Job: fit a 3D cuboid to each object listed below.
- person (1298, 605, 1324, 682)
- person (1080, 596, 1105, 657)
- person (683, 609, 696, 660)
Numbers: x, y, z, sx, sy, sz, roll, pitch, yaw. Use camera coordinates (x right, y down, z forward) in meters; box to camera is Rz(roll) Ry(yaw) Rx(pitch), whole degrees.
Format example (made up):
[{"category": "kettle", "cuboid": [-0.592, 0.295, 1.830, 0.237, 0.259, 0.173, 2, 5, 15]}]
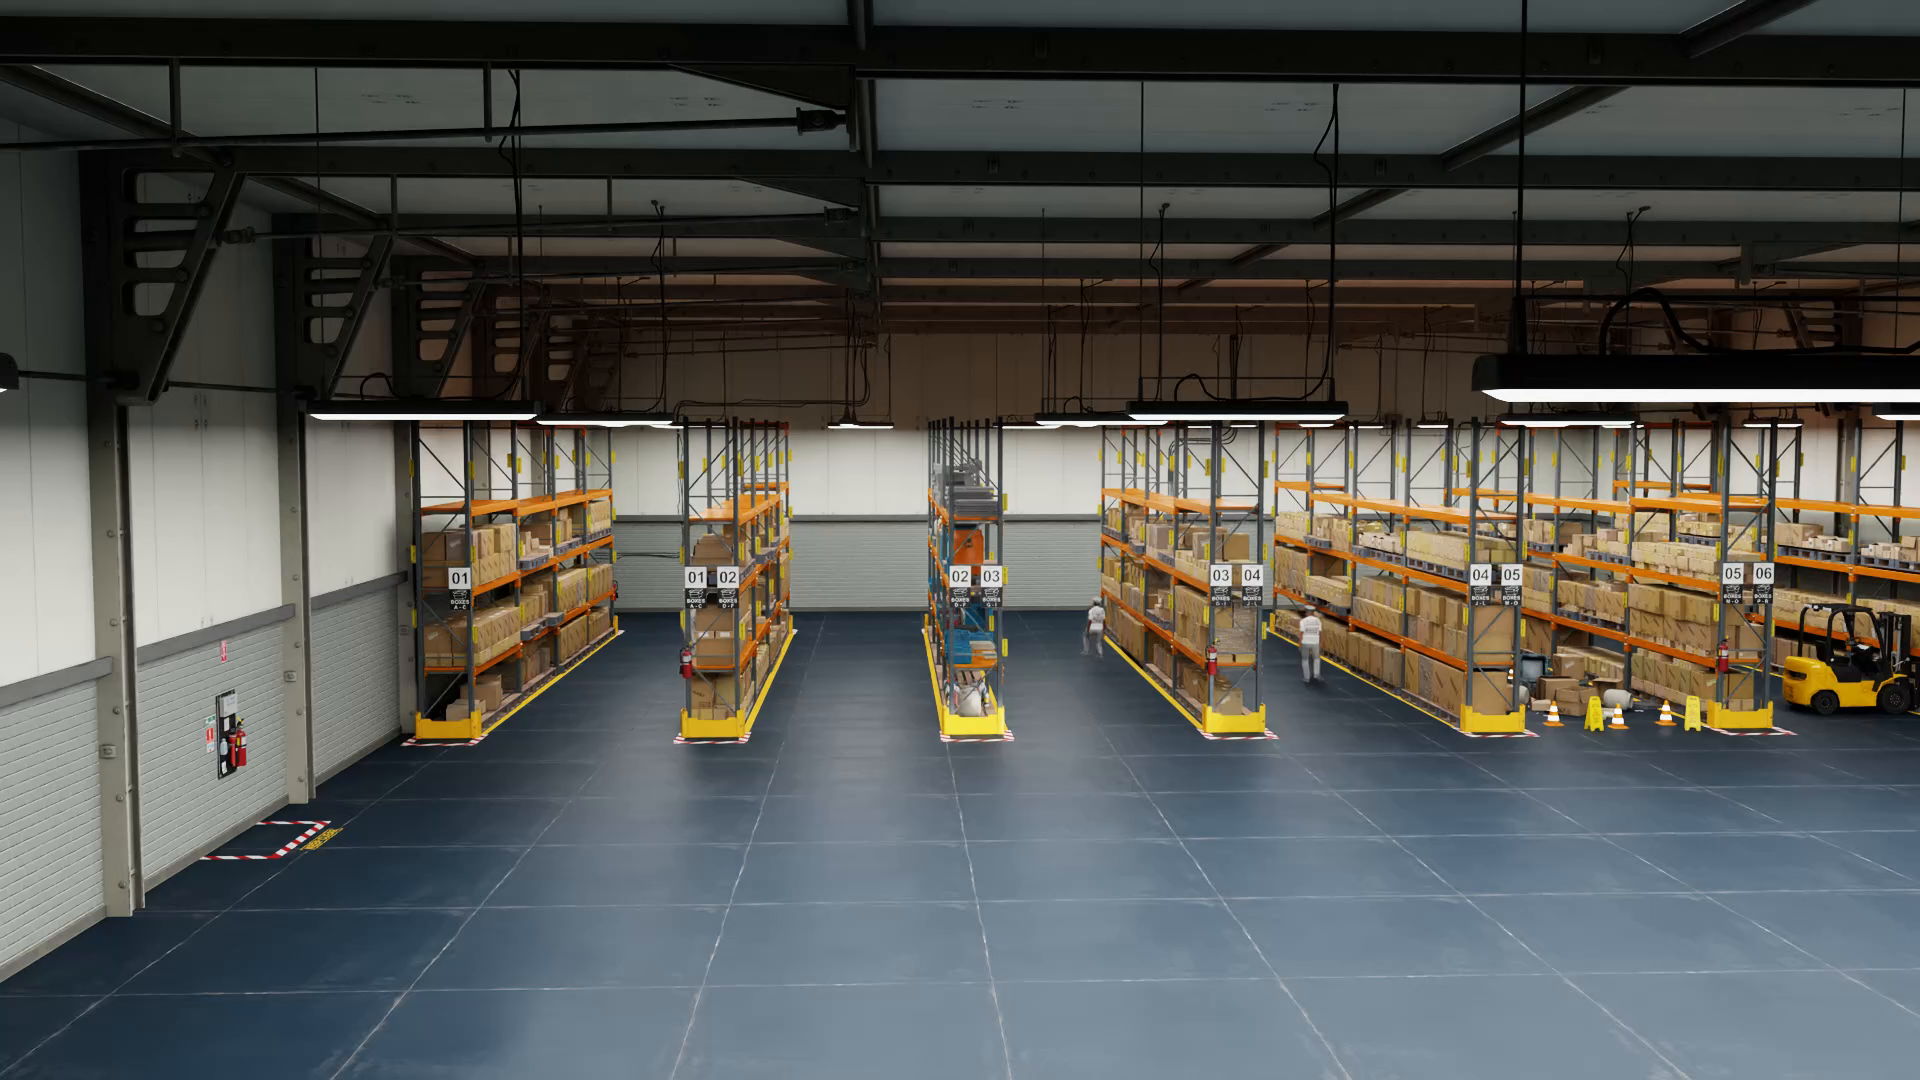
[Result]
[{"category": "person", "cuboid": [8.002, 2.369, 37.951, 0.568, 1.763, 0.520, 0, 4, 0]}, {"category": "person", "cuboid": [3.248, 2.093, 40.219, 0.556, 1.464, 0.784, 0, 4, -7]}, {"category": "person", "cuboid": [-6.584, 2.256, 40.686, 0.436, 1.589, 0.961, -1, 4, -12]}]
